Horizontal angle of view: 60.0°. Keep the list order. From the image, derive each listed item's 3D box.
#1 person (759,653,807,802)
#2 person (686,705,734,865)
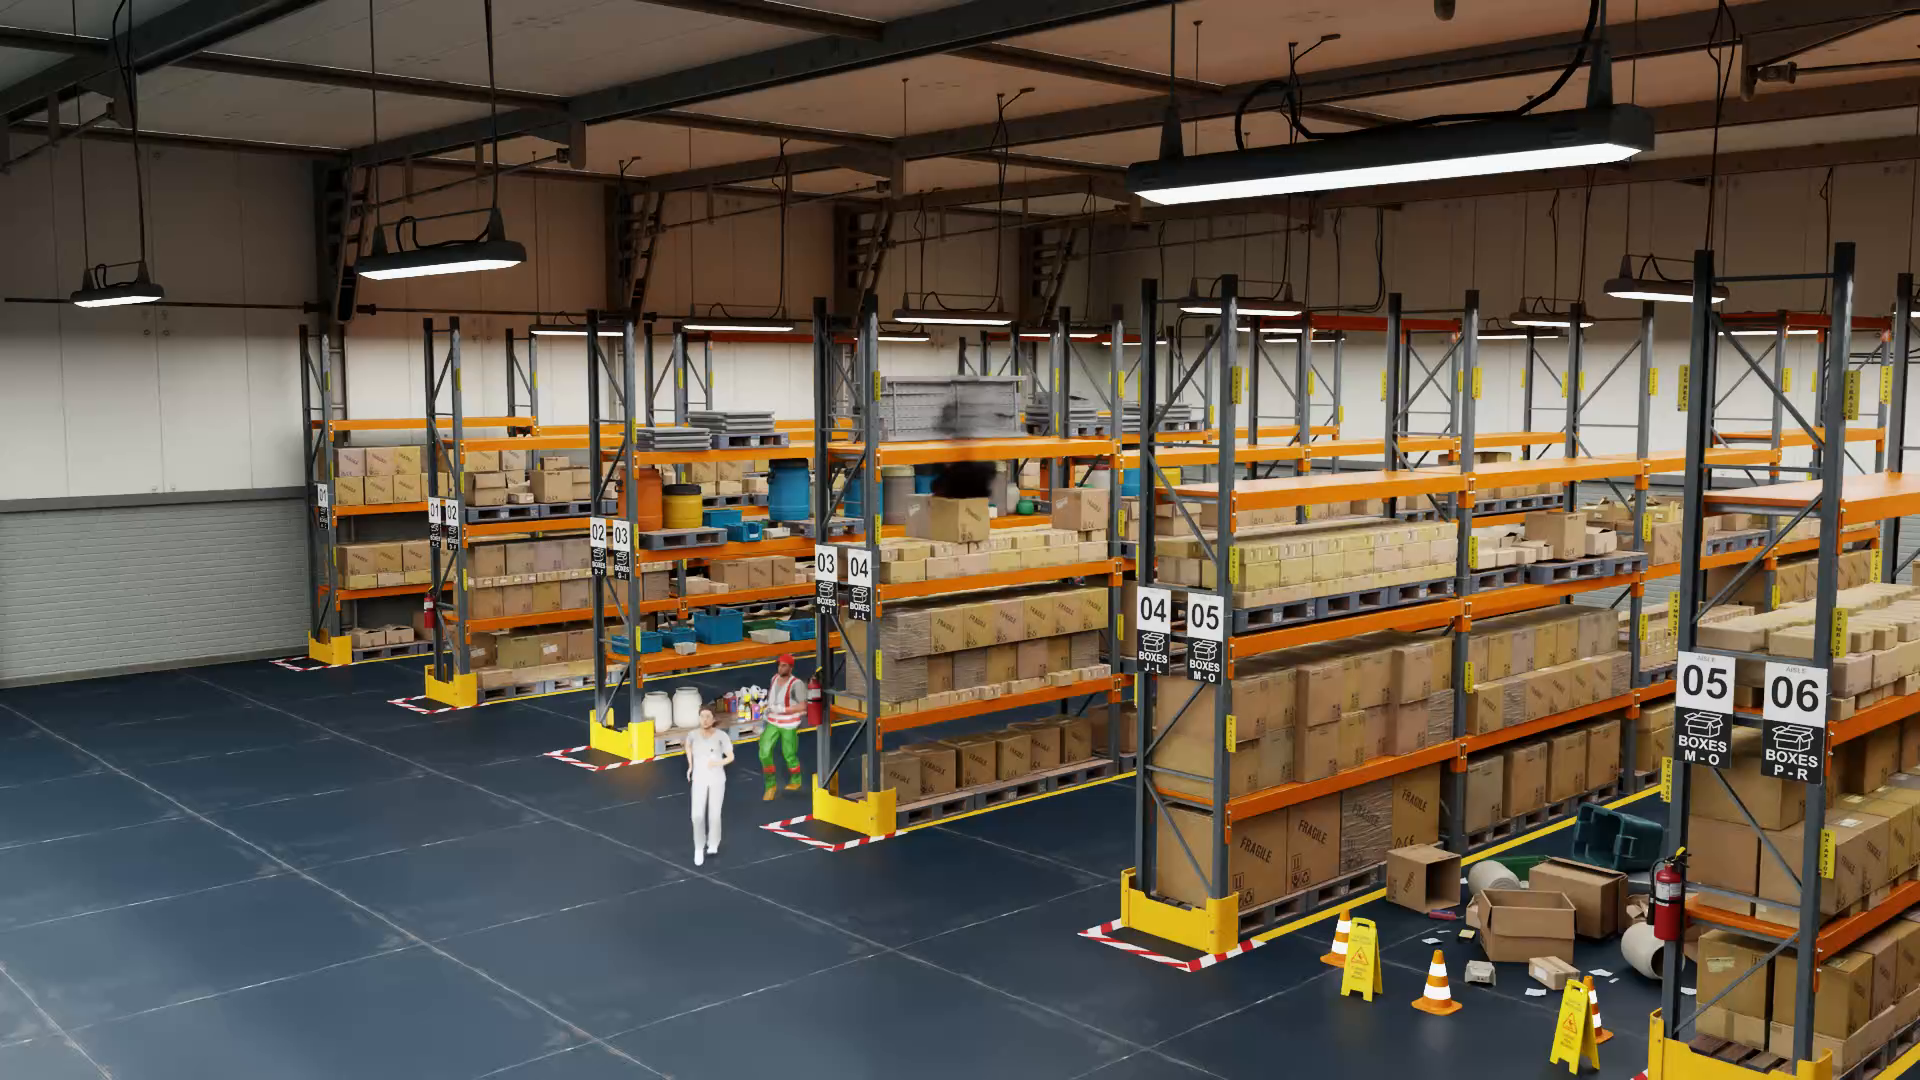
[{"bbox_3d":[-2.110,2.269,20.128,0.648,1.833,0.732,3,7,28],"label":"person"},{"bbox_3d":[-2.644,2.568,17.540,0.545,1.680,0.703,0,6,0],"label":"person"}]
